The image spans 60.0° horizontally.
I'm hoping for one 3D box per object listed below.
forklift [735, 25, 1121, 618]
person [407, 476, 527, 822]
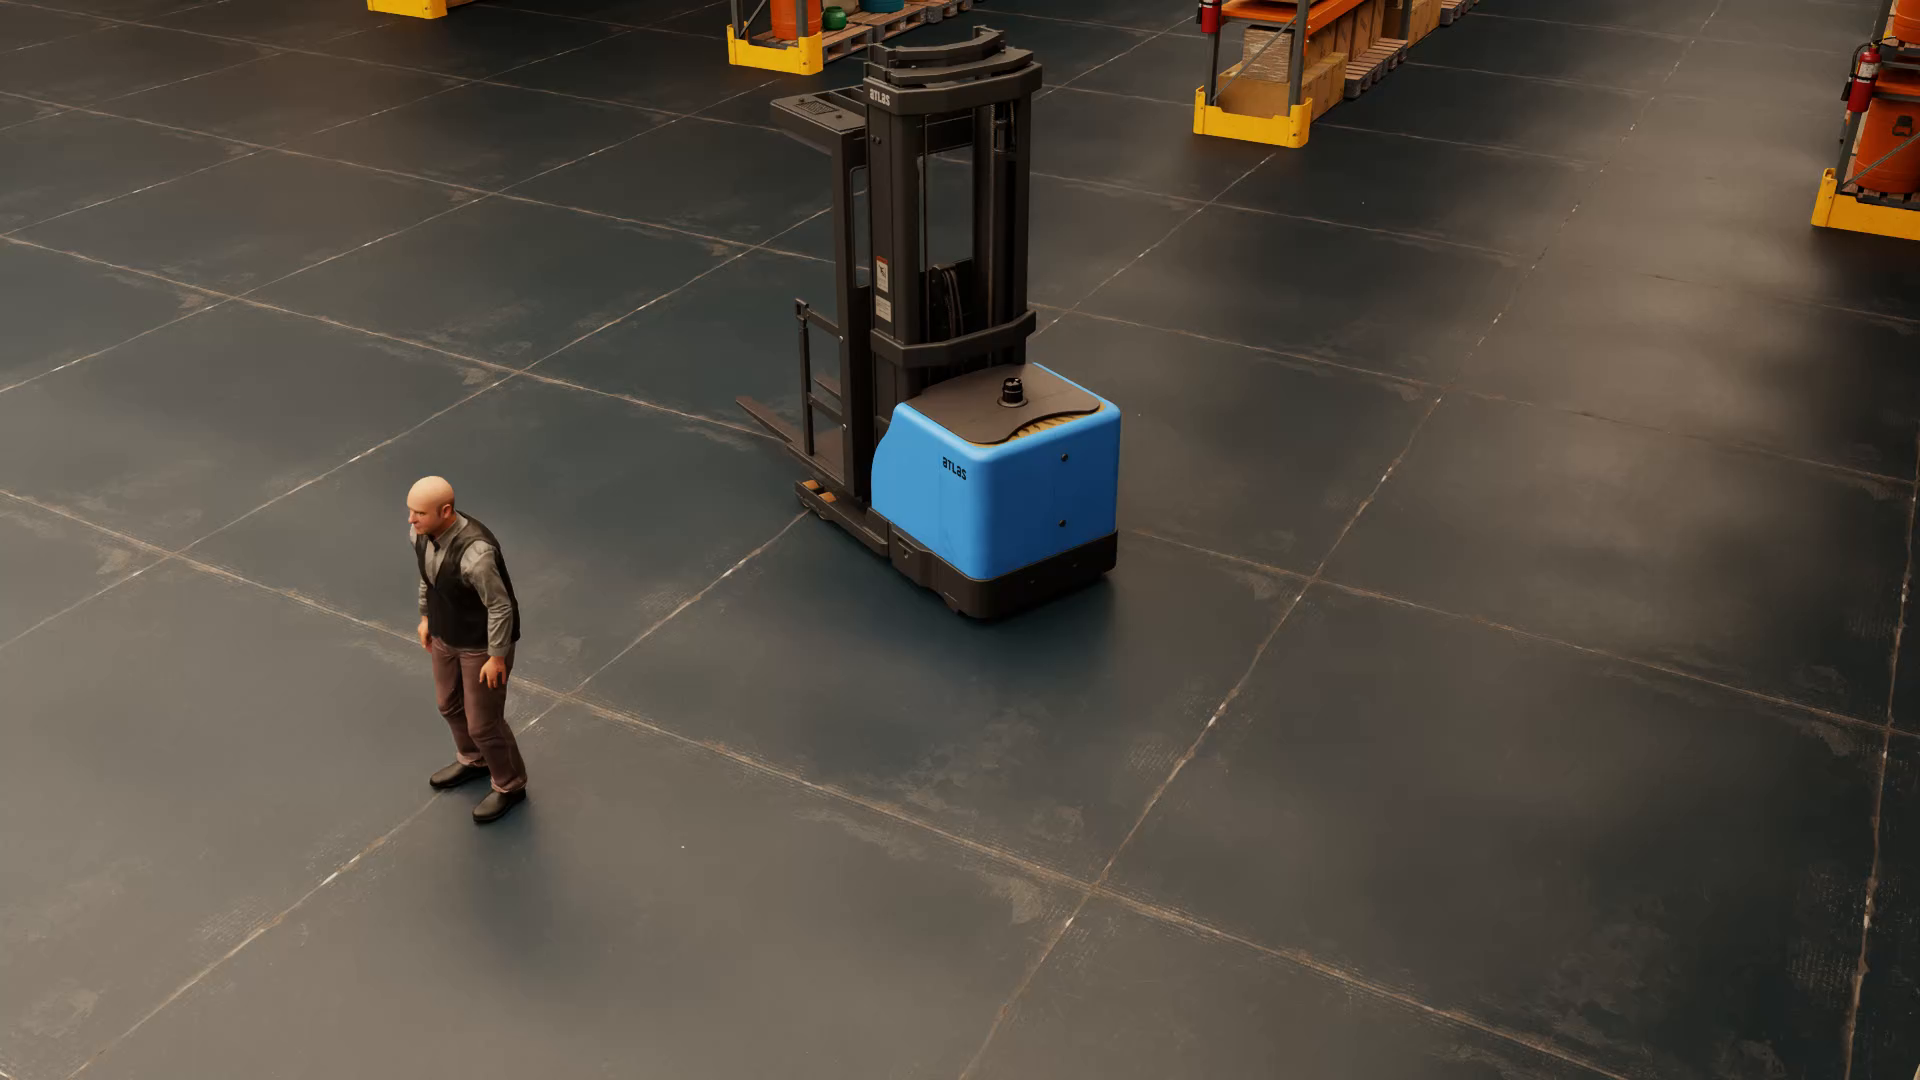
[{"bbox_3d":[-0.366,-1.523,9.709,1.130,2.935,3.031,-20,35,-30],"label":"forklift"},{"bbox_3d":[-2.210,0.452,7.499,0.594,1.721,0.422,24,38,35],"label":"person"}]
